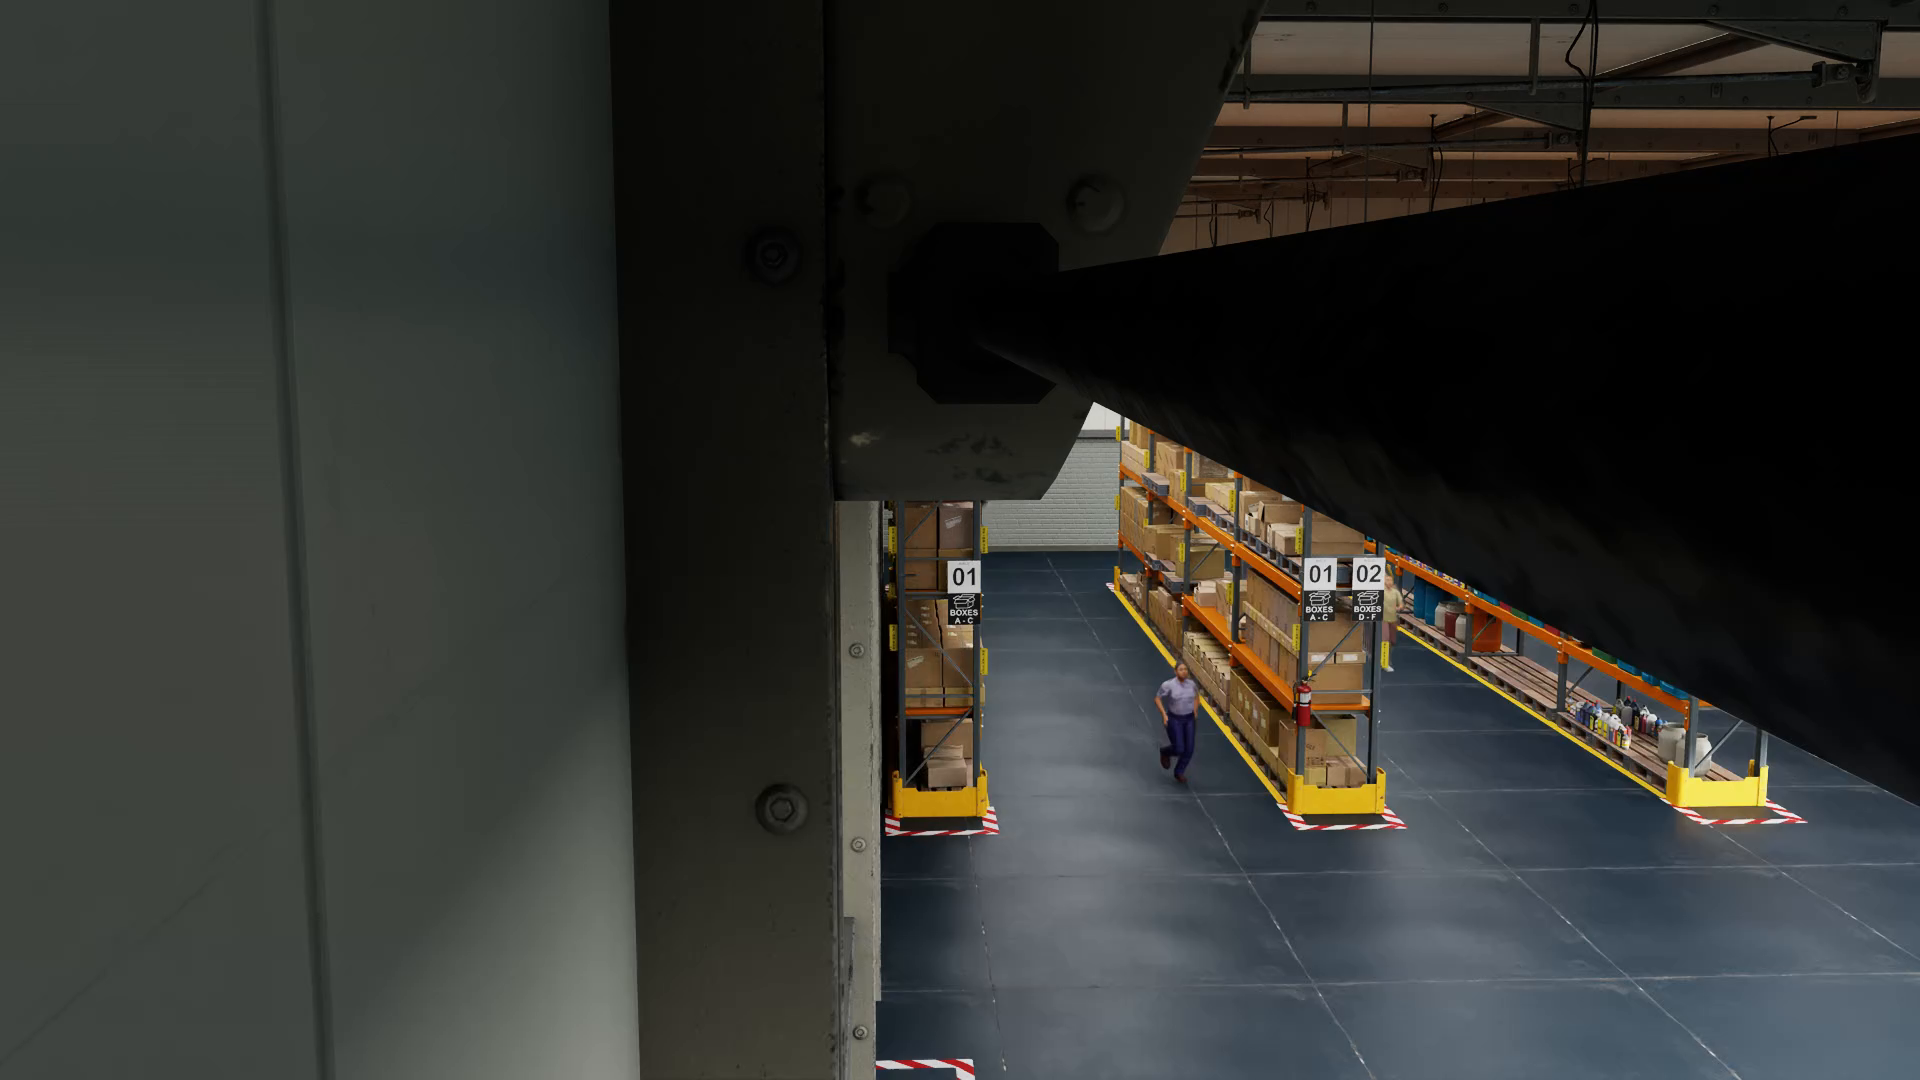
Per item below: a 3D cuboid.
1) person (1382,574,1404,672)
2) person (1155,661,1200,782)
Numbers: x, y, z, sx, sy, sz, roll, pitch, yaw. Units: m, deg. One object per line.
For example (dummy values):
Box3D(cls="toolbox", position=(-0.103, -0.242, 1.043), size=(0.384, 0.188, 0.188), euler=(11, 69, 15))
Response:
Box3D(cls="person", position=(7.340, 1.396, 28.606), size=(0.586, 1.645, 0.865), euler=(-1, 8, -4))
Box3D(cls="person", position=(2.894, 2.391, 21.902), size=(0.593, 1.583, 0.551), euler=(-3, 9, -17))
